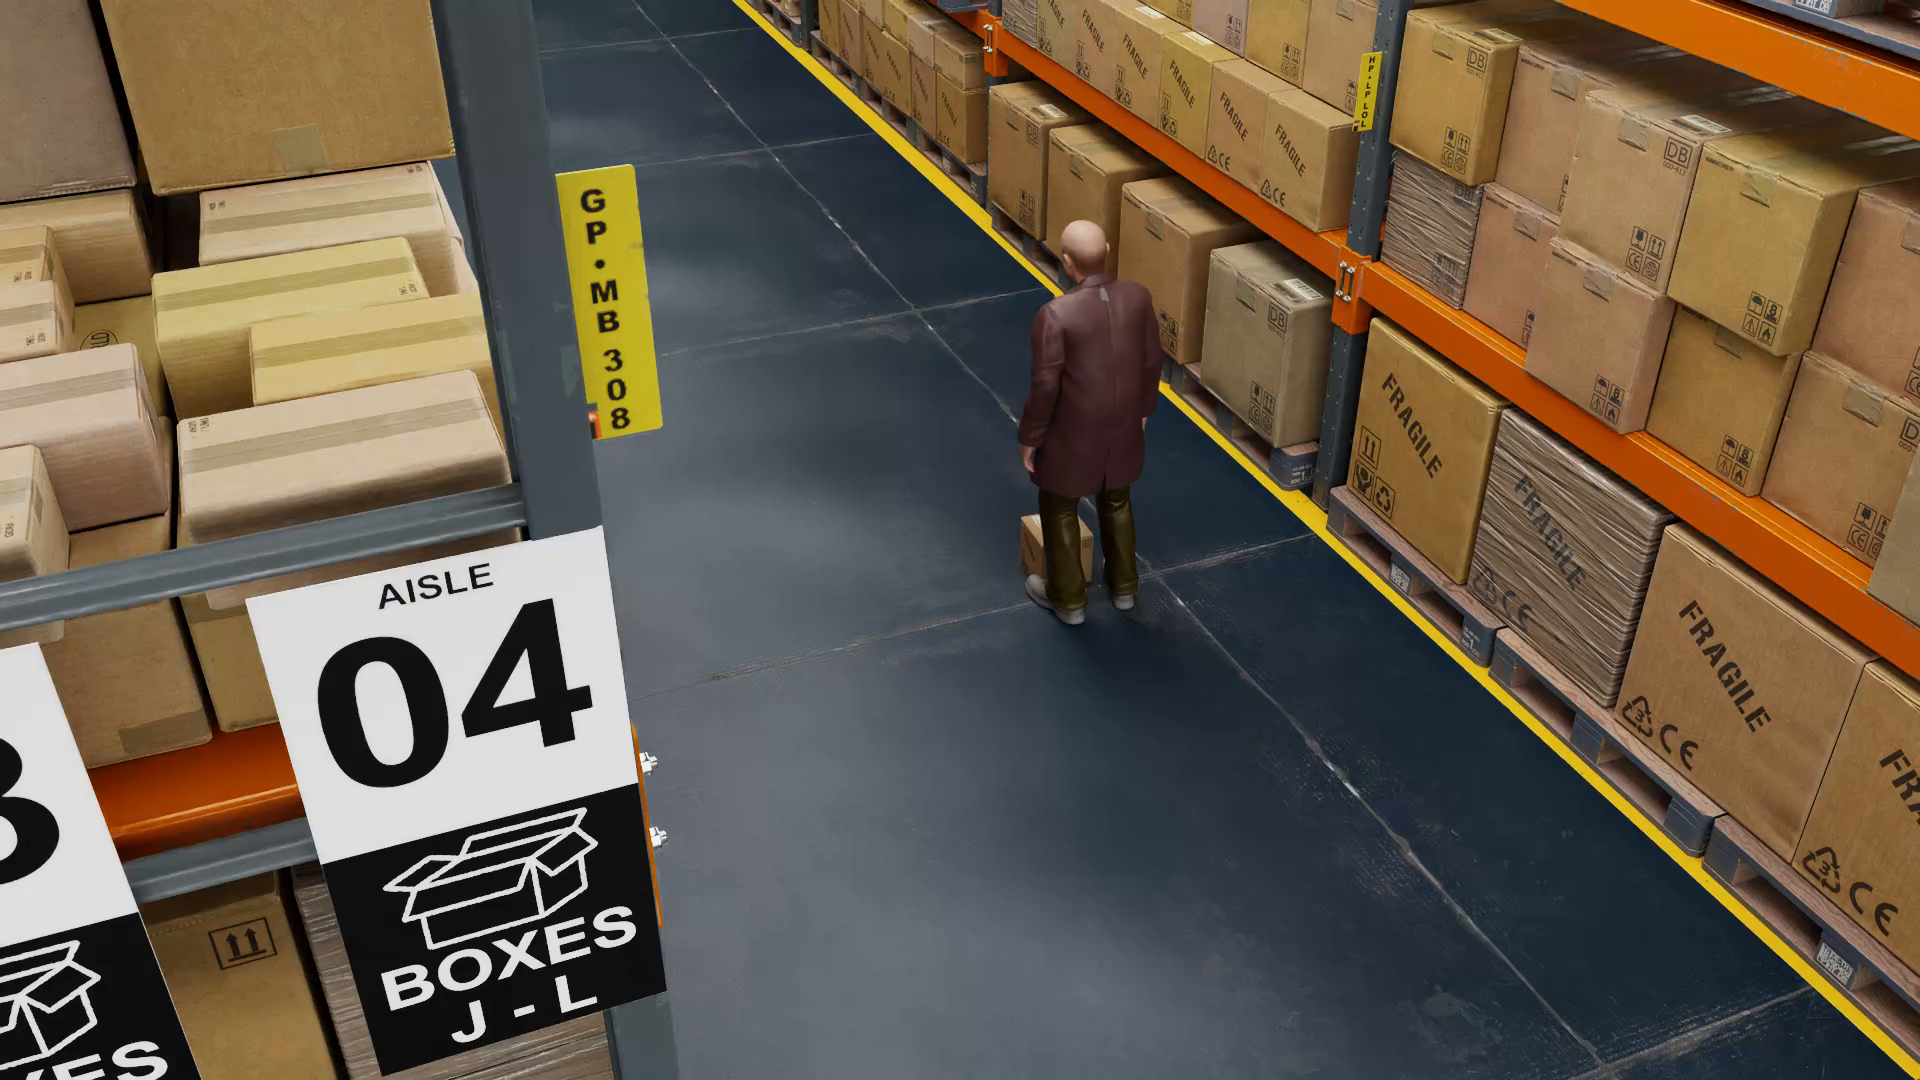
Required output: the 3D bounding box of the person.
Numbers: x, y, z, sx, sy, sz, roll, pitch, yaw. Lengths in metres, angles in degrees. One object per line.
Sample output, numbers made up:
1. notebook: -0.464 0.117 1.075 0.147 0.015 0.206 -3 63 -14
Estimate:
1. person: 0.525 -0.467 6.874 0.648 1.772 0.429 -15 36 -22
